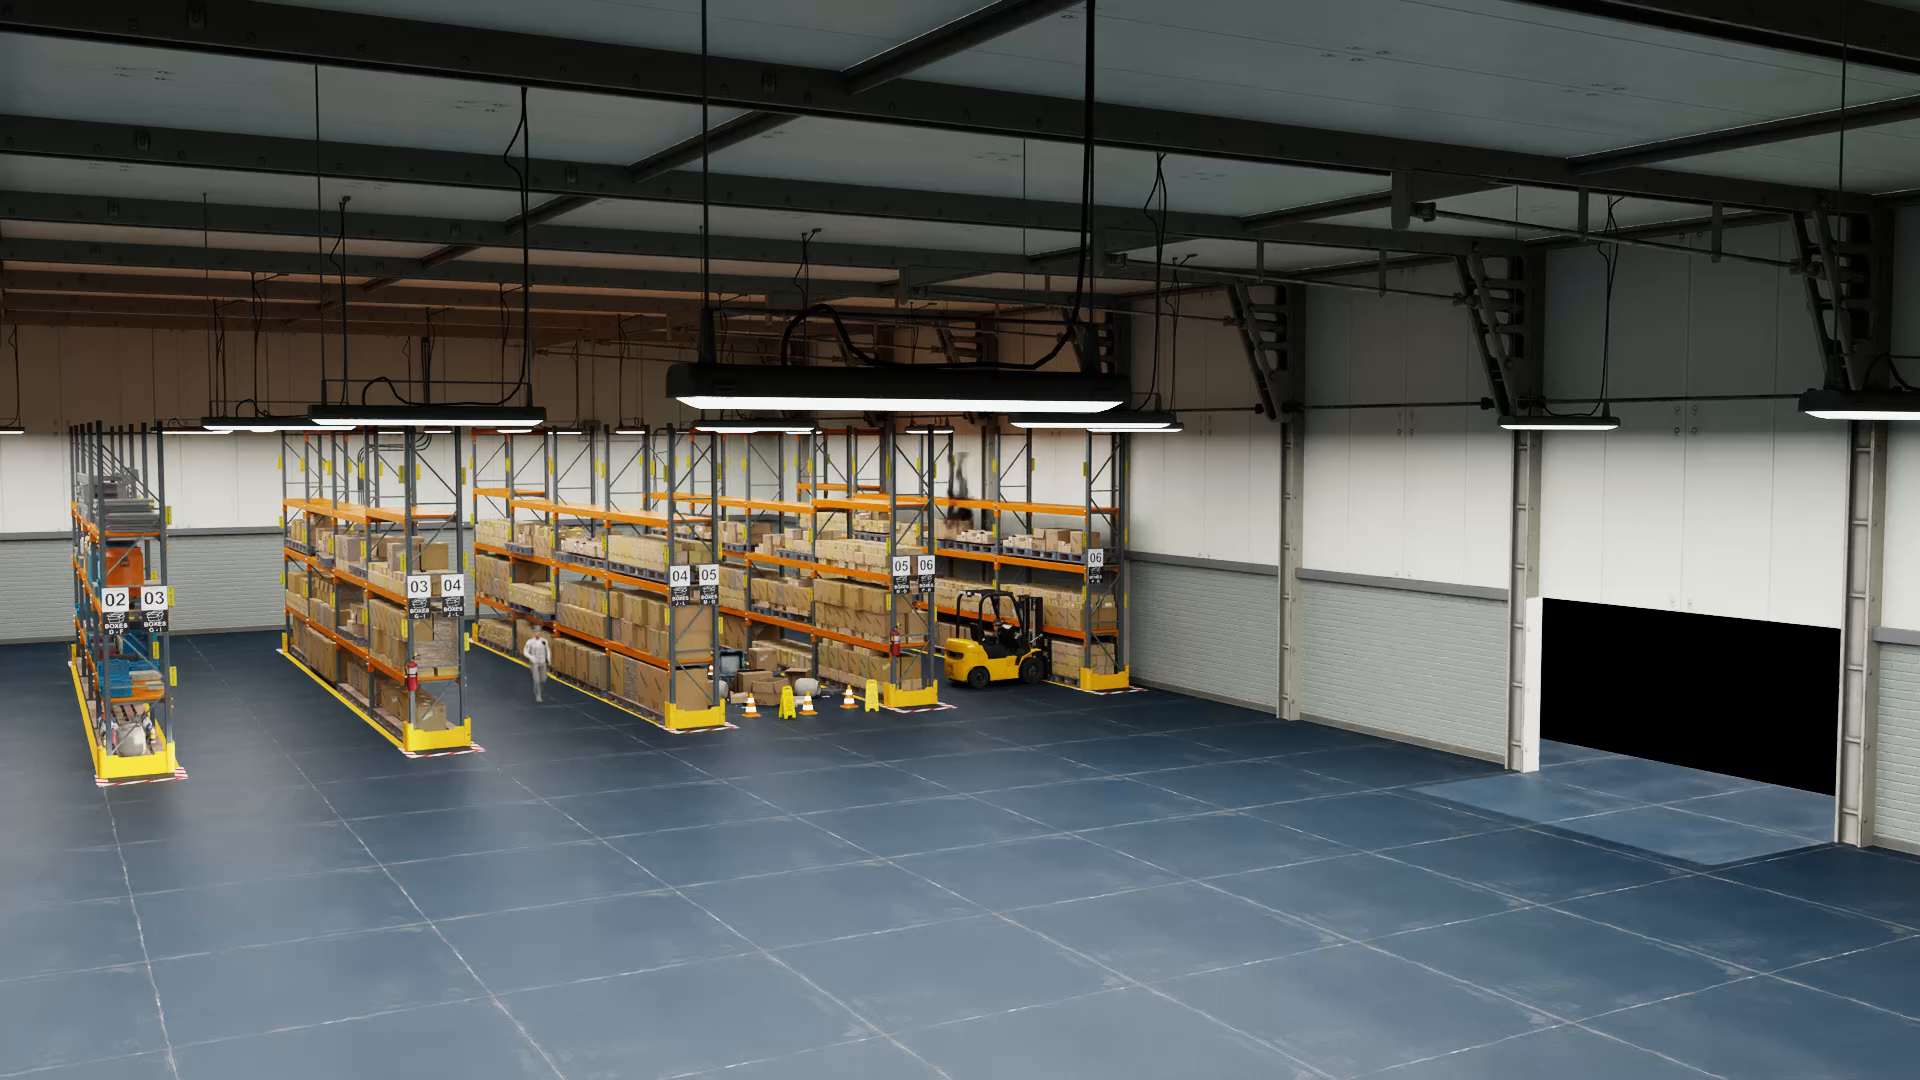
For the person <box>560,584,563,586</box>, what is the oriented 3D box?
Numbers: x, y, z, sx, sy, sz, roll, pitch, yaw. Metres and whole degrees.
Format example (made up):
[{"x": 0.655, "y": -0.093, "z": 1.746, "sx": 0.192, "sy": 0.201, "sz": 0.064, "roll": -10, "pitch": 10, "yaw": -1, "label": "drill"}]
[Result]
[{"x": -11.015, "y": 2.072, "z": 46.526, "sx": 0.612, "sy": 1.637, "sz": 0.802, "roll": -2, "pitch": 4, "yaw": -29, "label": "person"}]

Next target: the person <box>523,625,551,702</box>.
[{"x": -9.180, "y": 2.673, "z": 36.151, "sx": 0.616, "sy": 1.659, "sz": 0.554, "roll": -2, "pitch": 4, "yaw": -29, "label": "person"}]
